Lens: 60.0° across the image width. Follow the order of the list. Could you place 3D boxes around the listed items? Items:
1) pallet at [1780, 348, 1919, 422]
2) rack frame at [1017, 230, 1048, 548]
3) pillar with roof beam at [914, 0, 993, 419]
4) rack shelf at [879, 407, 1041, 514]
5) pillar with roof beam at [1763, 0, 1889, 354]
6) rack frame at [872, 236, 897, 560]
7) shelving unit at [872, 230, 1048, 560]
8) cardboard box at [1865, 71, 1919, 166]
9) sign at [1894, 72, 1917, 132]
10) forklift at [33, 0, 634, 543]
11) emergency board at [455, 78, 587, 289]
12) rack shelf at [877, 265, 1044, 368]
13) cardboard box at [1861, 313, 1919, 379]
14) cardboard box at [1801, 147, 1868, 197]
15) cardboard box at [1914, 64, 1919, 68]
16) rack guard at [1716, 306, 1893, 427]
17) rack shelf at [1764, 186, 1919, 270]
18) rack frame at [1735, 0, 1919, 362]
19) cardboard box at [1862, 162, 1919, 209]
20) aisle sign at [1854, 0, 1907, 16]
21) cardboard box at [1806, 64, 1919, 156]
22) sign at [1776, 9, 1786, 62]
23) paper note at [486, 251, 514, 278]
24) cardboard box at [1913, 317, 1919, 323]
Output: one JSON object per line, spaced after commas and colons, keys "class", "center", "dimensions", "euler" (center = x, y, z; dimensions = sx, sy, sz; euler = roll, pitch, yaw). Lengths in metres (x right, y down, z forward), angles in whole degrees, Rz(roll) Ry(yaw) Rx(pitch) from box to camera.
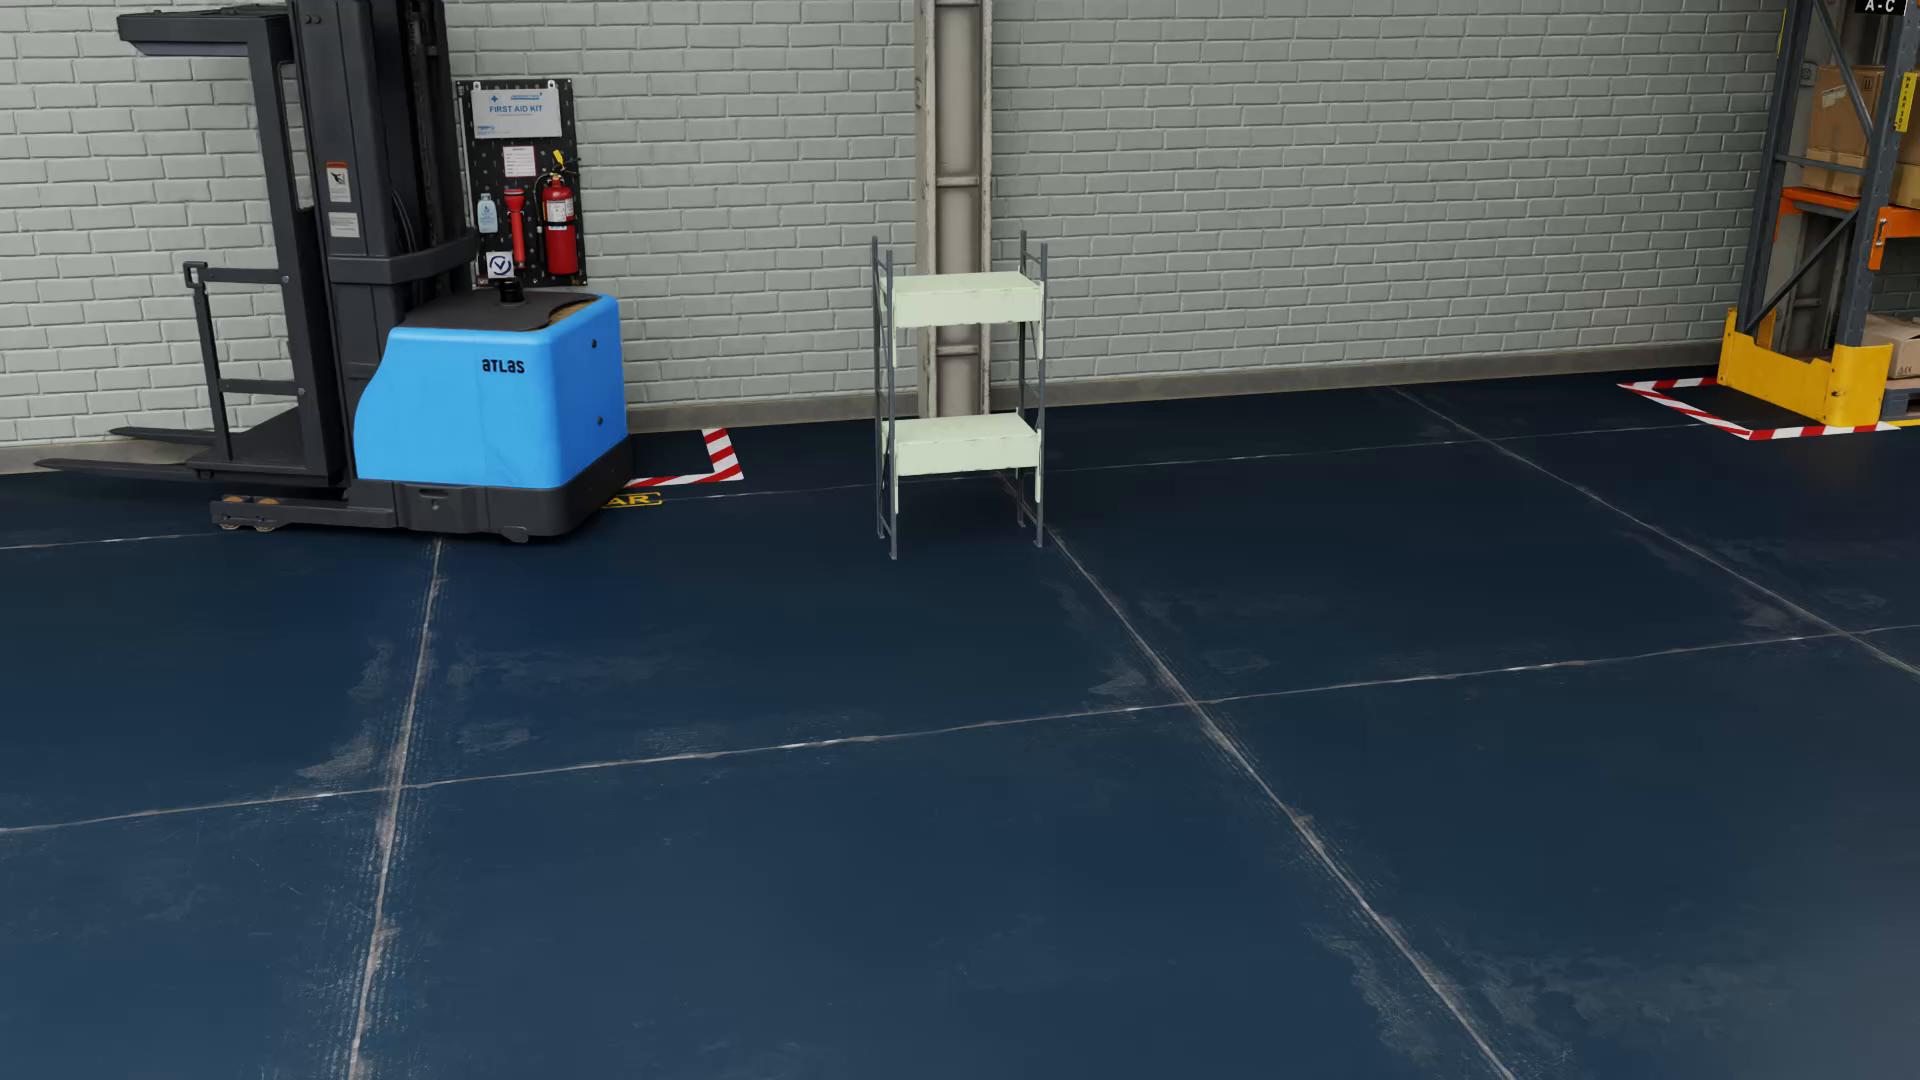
{"class": "pallet", "center": [6.190, -1.046, 10.864], "dimensions": [1.213, 0.211, 1.003], "euler": [-5, 21, -12]}
{"class": "rack frame", "center": [0.350, -0.733, 8.134], "dimensions": [0.023, 1.500, 0.400], "euler": [-5, 21, -12]}
{"class": "pillar with roof beam", "center": [0.952, -3.543, 4.904], "dimensions": [0.400, 9.000, 9.100], "euler": [-5, 21, -12]}
{"class": "rack shelf", "center": [-0.006, -0.398, 8.167], "dimensions": [0.720, 0.370, 0.431], "euler": [-5, 21, -12]}
{"class": "pillar with roof beam", "center": [6.791, -4.018, 6.201], "dimensions": [0.400, 9.000, 9.100], "euler": [-5, 21, -12]}
{"class": "rack frame", "center": [-0.363, -0.675, 7.976], "dimensions": [0.023, 1.500, 0.400], "euler": [-5, 21, -12]}
{"class": "shelving unit", "center": [-0.006, -0.704, 8.055], "dimensions": [0.755, 1.500, 0.431], "euler": [-5, 21, -12]}
{"class": "cardboard box", "center": [5.851, -2.525, 9.946], "dimensions": [0.500, 0.500, 0.500], "euler": [-5, 21, -12]}
{"class": "sign", "center": [5.443, -2.522, 9.580], "dimensions": [0.005, 0.325, 0.100], "euler": [-5, 21, -12]}
{"class": "forklift", "center": [-3.340, -1.590, 8.394], "dimensions": [3.031, 2.935, 1.130], "euler": [4, 20, 10]}
{"class": "emergency board", "center": [-2.453, -1.984, 9.371], "dimensions": [0.643, 1.169, 0.194], "euler": [-5, 21, -12]}
{"class": "rack shelf", "center": [-0.006, -1.070, 7.921], "dimensions": [0.720, 0.370, 0.431], "euler": [-5, 21, -12]}
{"class": "cardboard box", "center": [6.012, -1.266, 10.679], "dimensions": [0.500, 0.311, 0.500], "euler": [-7, 21, -19]}
{"class": "cardboard box", "center": [5.728, -2.338, 10.525], "dimensions": [0.500, 0.250, 0.500], "euler": [-4, 21, -12]}
{"class": "cardboard box", "center": [6.220, -2.733, 10.514], "dimensions": [0.500, 0.500, 0.500], "euler": [-4, 21, -12]}
{"class": "rack guard", "center": [5.392, -1.129, 10.671], "dimensions": [0.348, 0.500, 1.175], "euler": [-5, 21, -12]}
{"class": "rack shelf", "center": [7.264, -2.118, 10.780], "dimensions": [4.000, 0.370, 1.077], "euler": [-5, 21, -12]}
{"class": "rack frame", "center": [5.318, -2.297, 10.225], "dimensions": [0.127, 3.000, 1.000], "euler": [-5, 21, -12]}
{"class": "cardboard box", "center": [5.866, -2.168, 10.062], "dimensions": [0.500, 0.250, 0.500], "euler": [-5, 21, -14]}
{"class": "aisle sign", "center": [5.317, -3.412, 9.488], "dimensions": [0.004, 0.787, 0.394], "euler": [-5, 21, -12]}
{"class": "cardboard box", "center": [5.728, -2.697, 10.414], "dimensions": [0.500, 0.500, 0.500], "euler": [-5, 21, -13]}
{"class": "sign", "center": [5.210, -3.177, 10.483], "dimensions": [0.005, 0.325, 0.100], "euler": [-5, 21, -12]}
{"class": "paper note", "center": [-2.641, -1.580, 9.547], "dimensions": [0.142, 0.148, 0.016], "euler": [-5, 21, -12]}
{"class": "cardboard box", "center": [6.567, -1.311, 10.802], "dimensions": [0.500, 0.311, 0.500], "euler": [-3, 20, -8]}
